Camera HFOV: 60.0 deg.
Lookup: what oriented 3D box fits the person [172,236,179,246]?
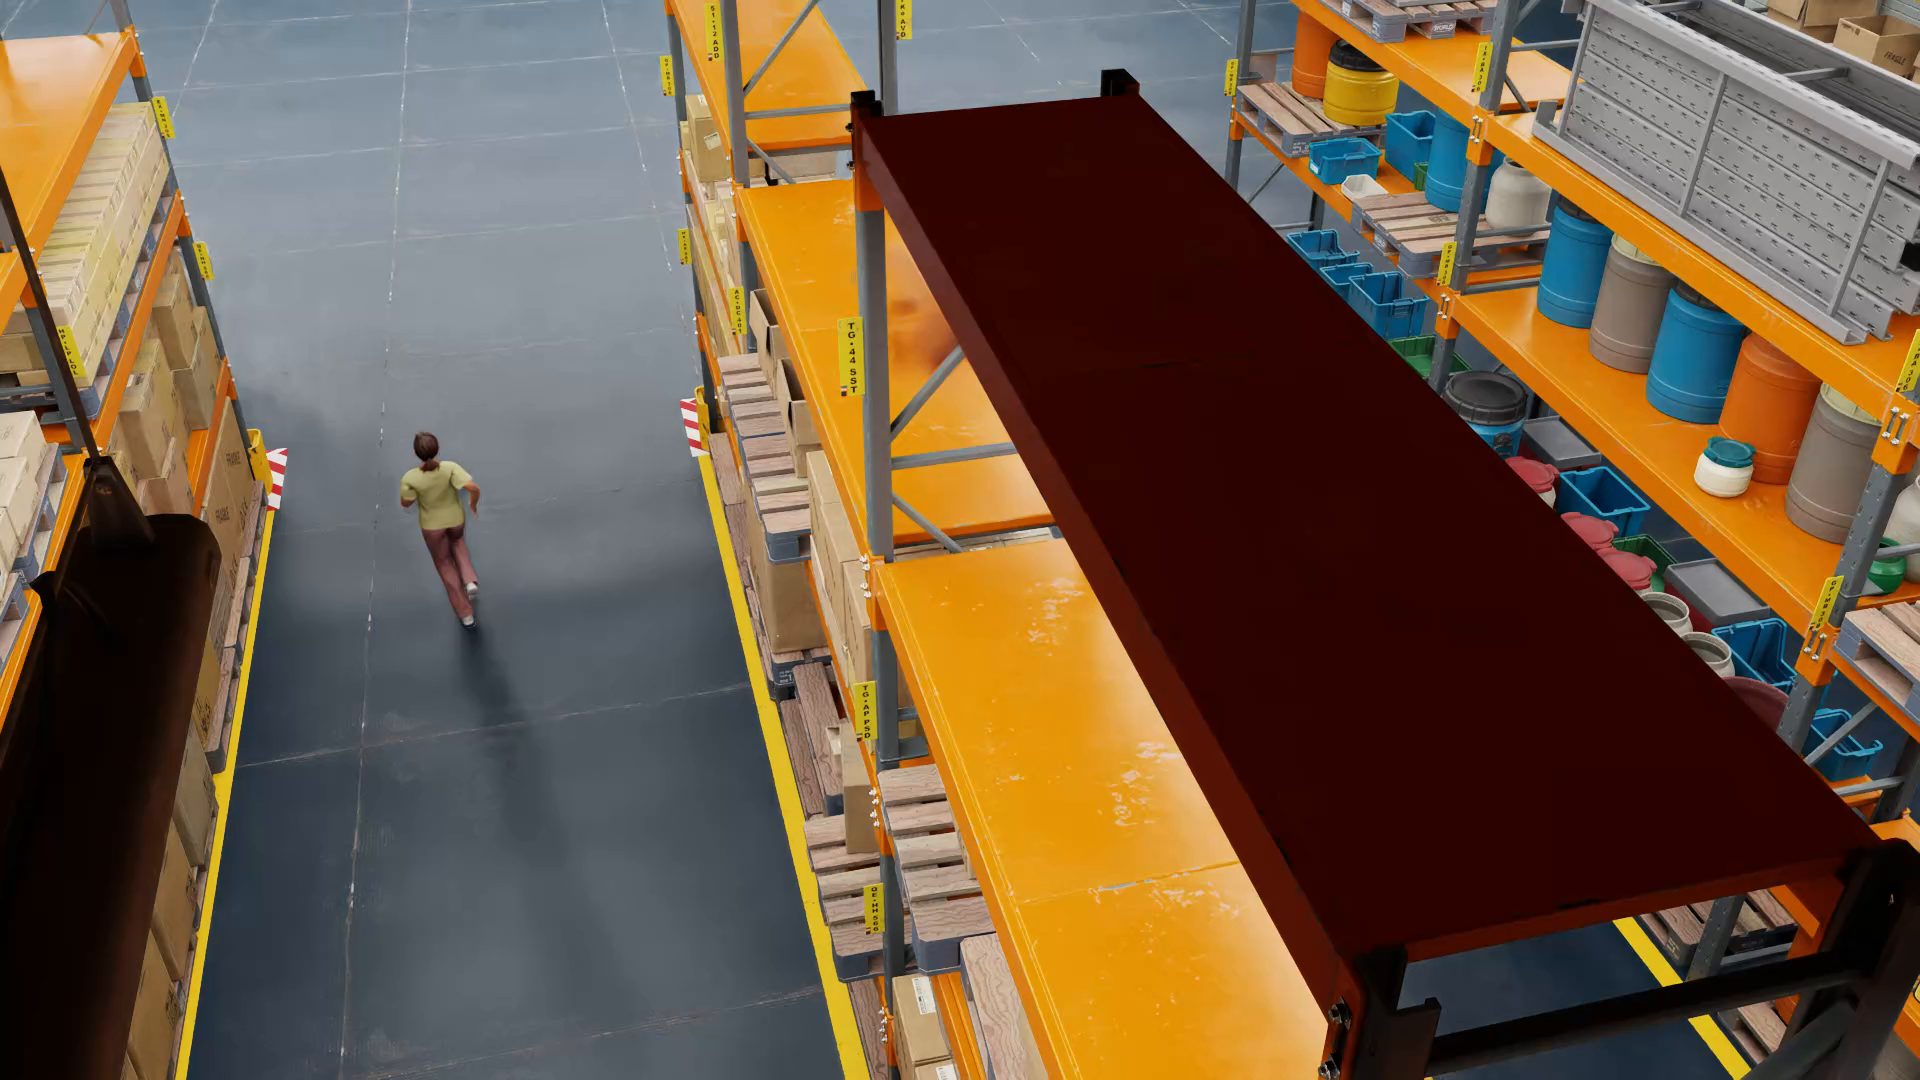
[{"bbox_3d":[-7.912,-2.558,16.272,0.842,1.774,0.726,22,40,29],"label":"person"}]

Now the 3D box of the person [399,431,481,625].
[{"bbox_3d":[-3.982,-0.131,12.822,0.550,1.614,0.634,-18,39,-25],"label":"person"}]
